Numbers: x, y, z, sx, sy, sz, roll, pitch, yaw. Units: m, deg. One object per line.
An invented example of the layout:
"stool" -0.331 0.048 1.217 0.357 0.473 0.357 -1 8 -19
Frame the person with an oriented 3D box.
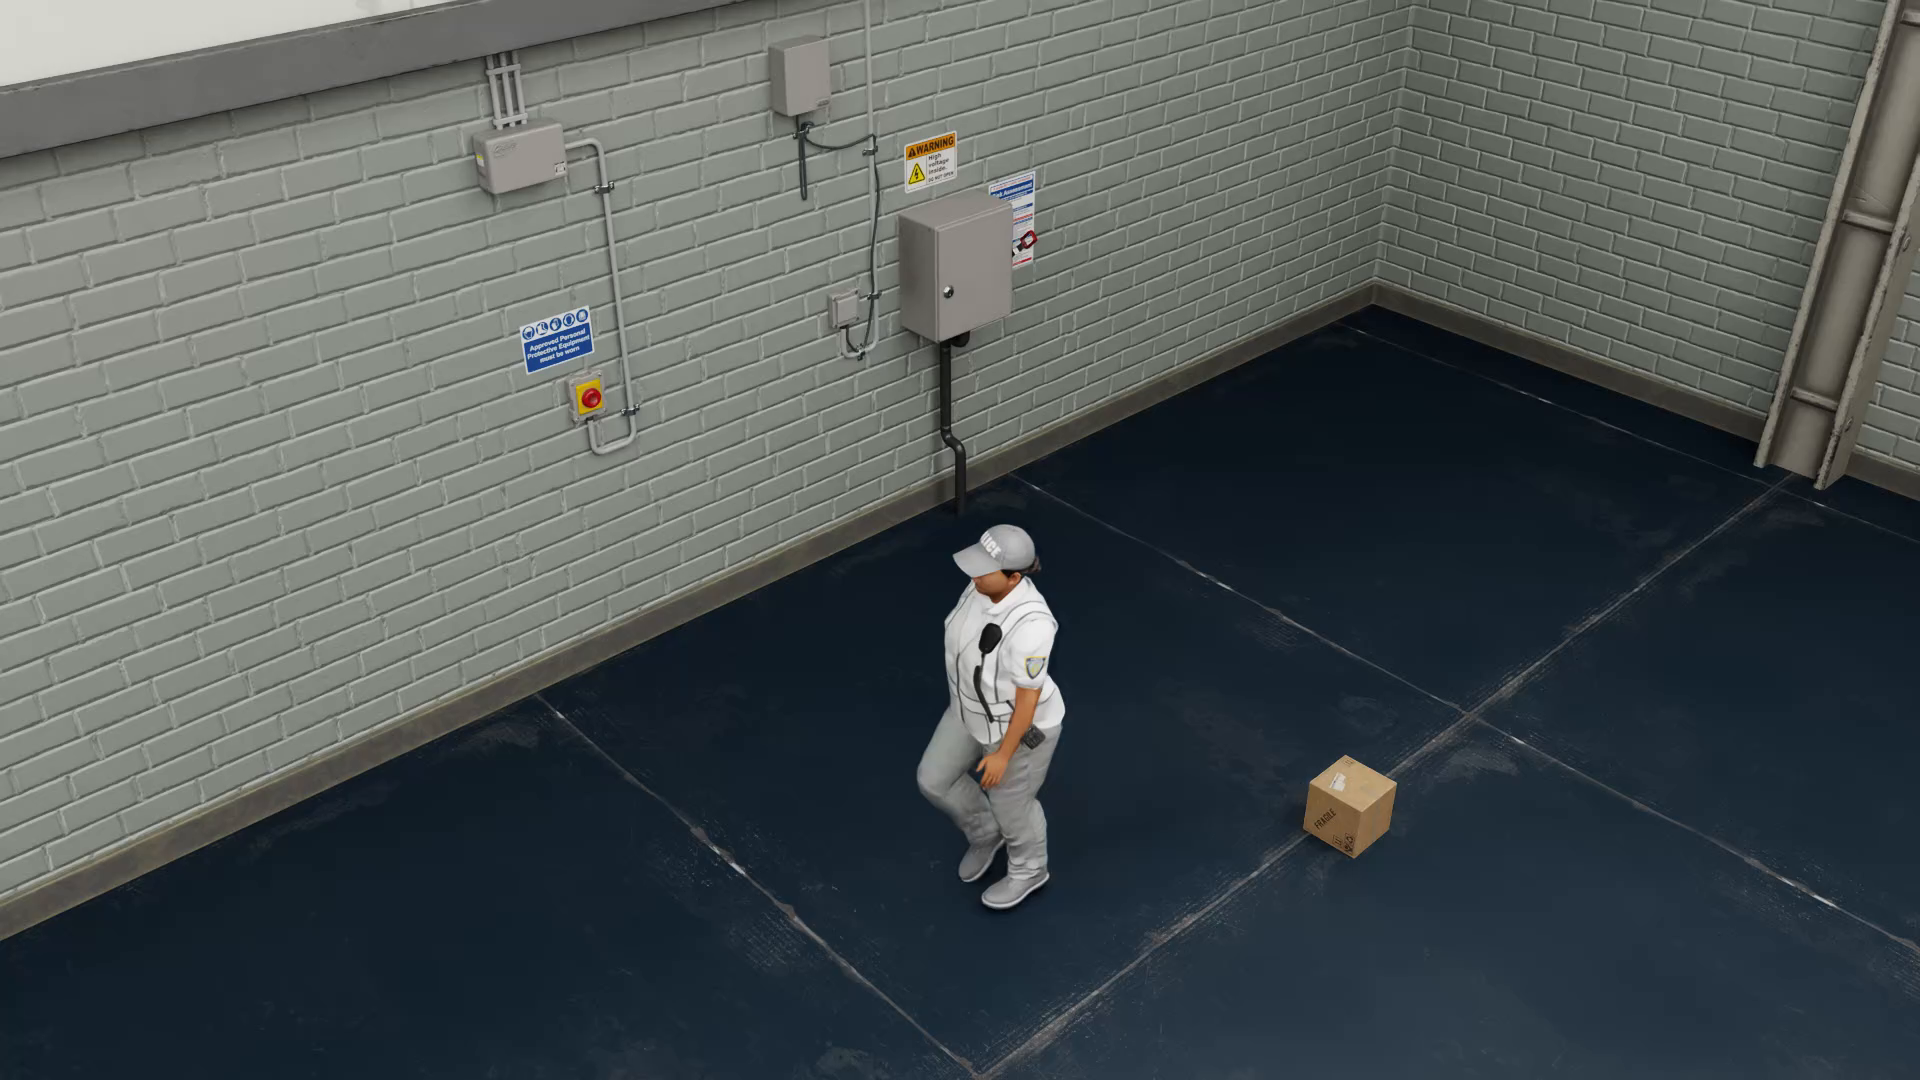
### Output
"person" 0.125 0.676 6.041 0.458 1.698 0.486 -17 36 -26
